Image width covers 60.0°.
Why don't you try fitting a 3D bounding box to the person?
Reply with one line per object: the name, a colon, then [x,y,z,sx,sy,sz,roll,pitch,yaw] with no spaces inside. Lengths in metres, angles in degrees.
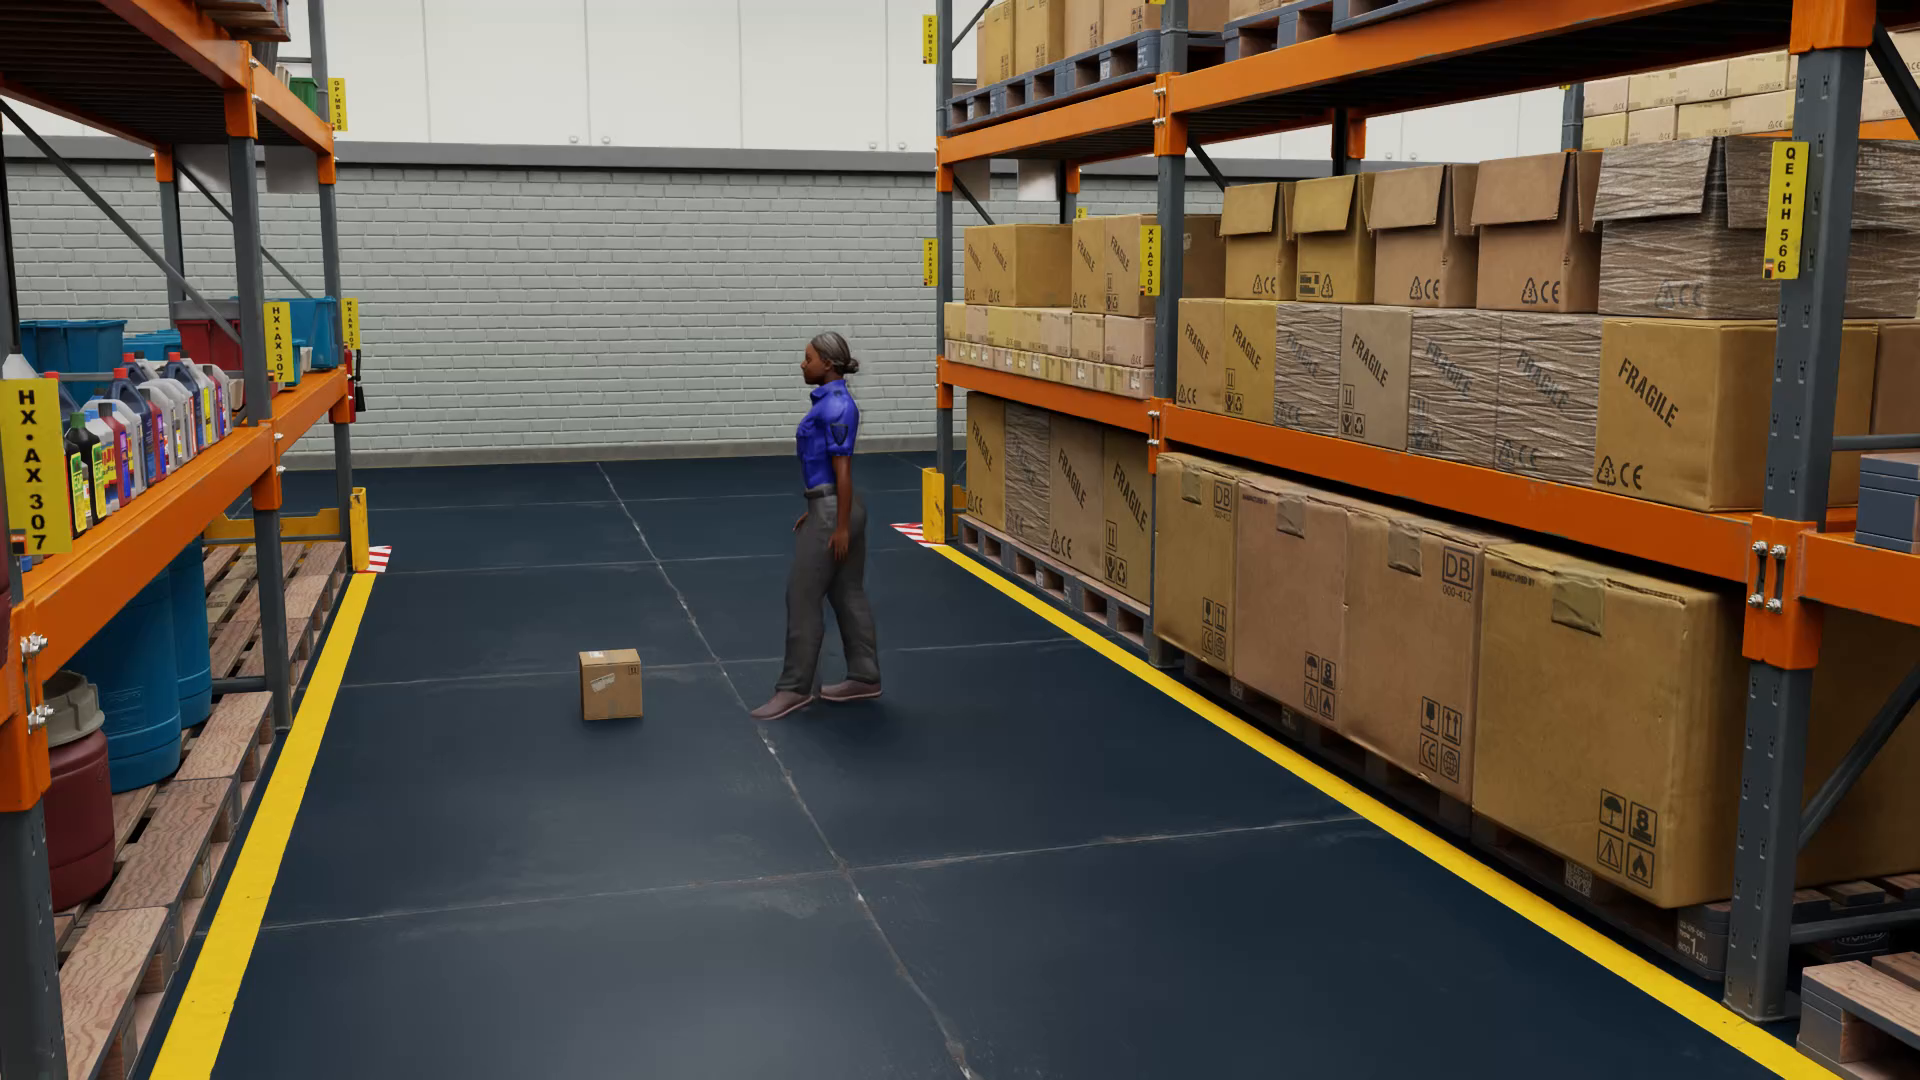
person: [-0.637,-0.071,7.331,0.576,1.687,0.485,0,9,0]
